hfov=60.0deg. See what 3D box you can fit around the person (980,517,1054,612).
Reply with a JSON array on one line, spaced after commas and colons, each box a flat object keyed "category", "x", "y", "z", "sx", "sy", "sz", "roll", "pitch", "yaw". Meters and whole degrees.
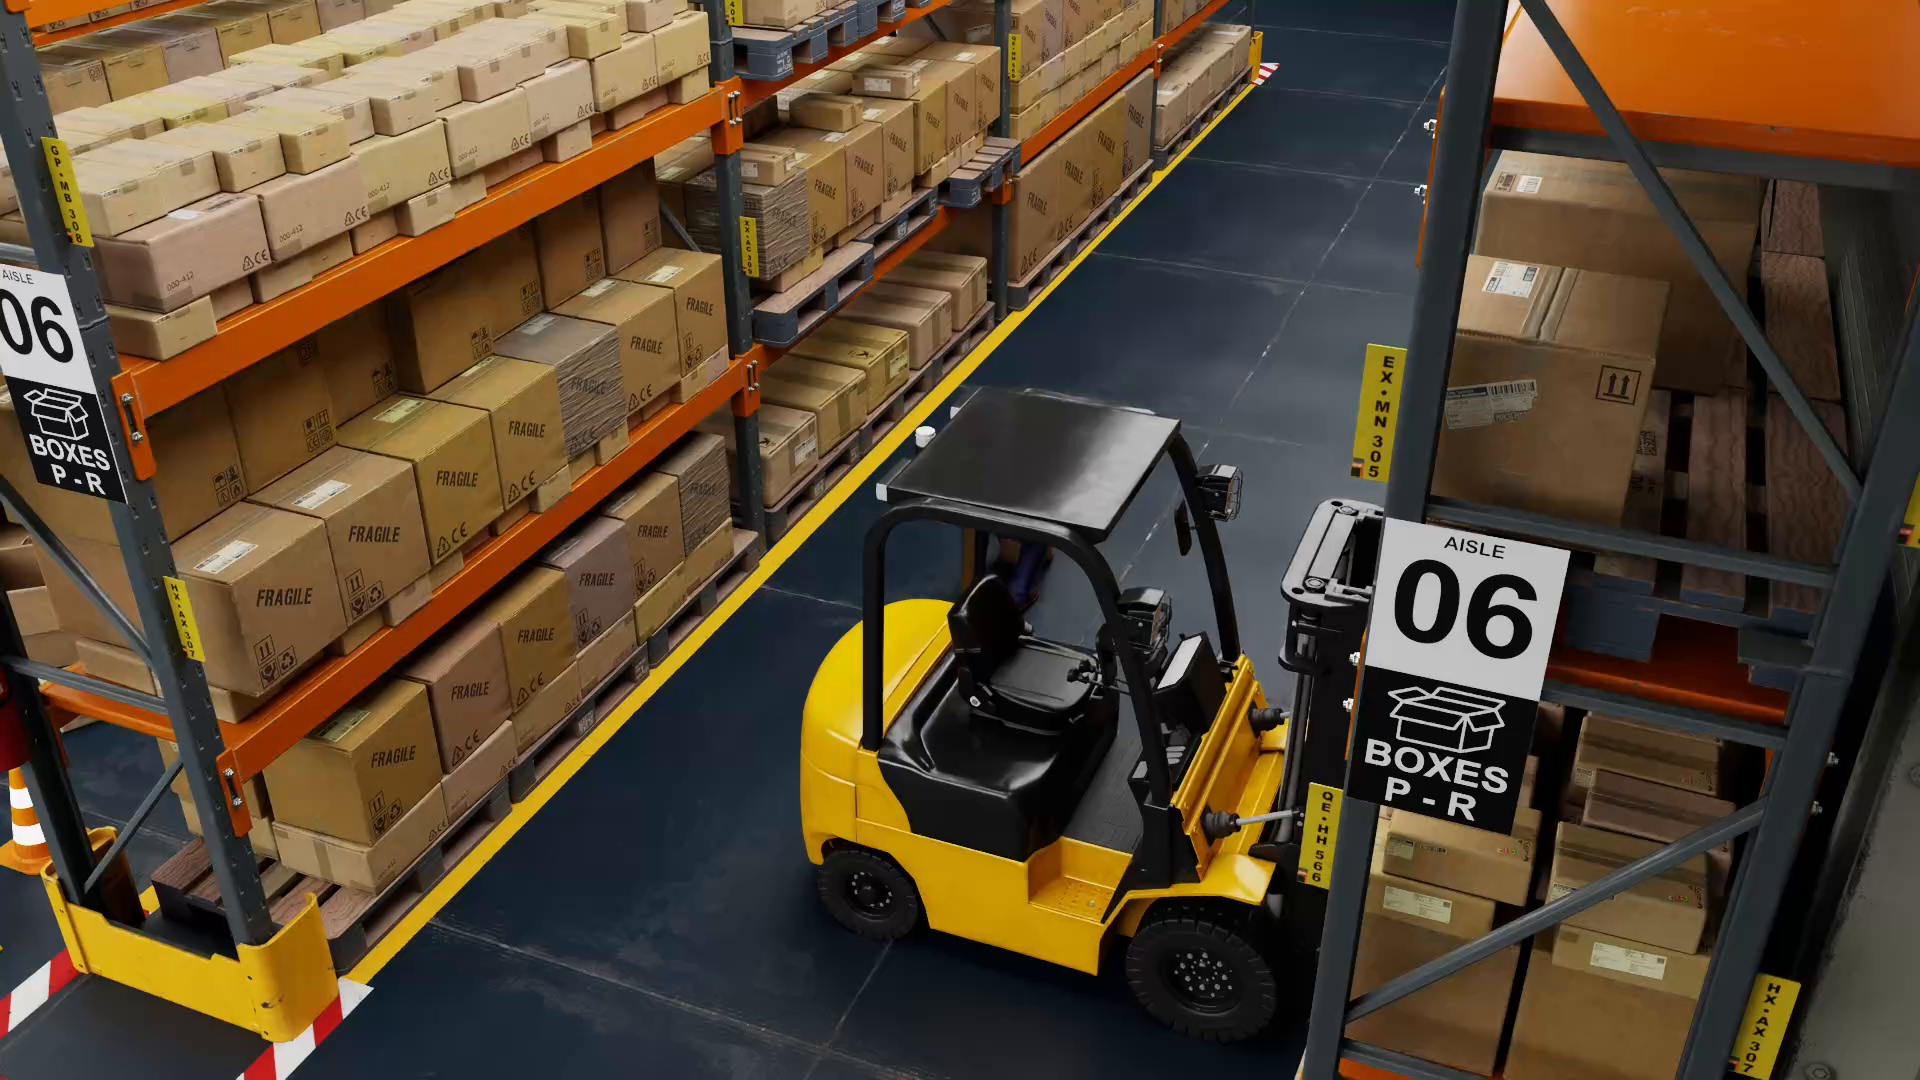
[{"category": "person", "x": 0.279, "y": -0.111, "z": 9.401, "sx": 0.519, "sy": 0.854, "sz": 0.899, "roll": 10, "pitch": 31, "yaw": 17}]
